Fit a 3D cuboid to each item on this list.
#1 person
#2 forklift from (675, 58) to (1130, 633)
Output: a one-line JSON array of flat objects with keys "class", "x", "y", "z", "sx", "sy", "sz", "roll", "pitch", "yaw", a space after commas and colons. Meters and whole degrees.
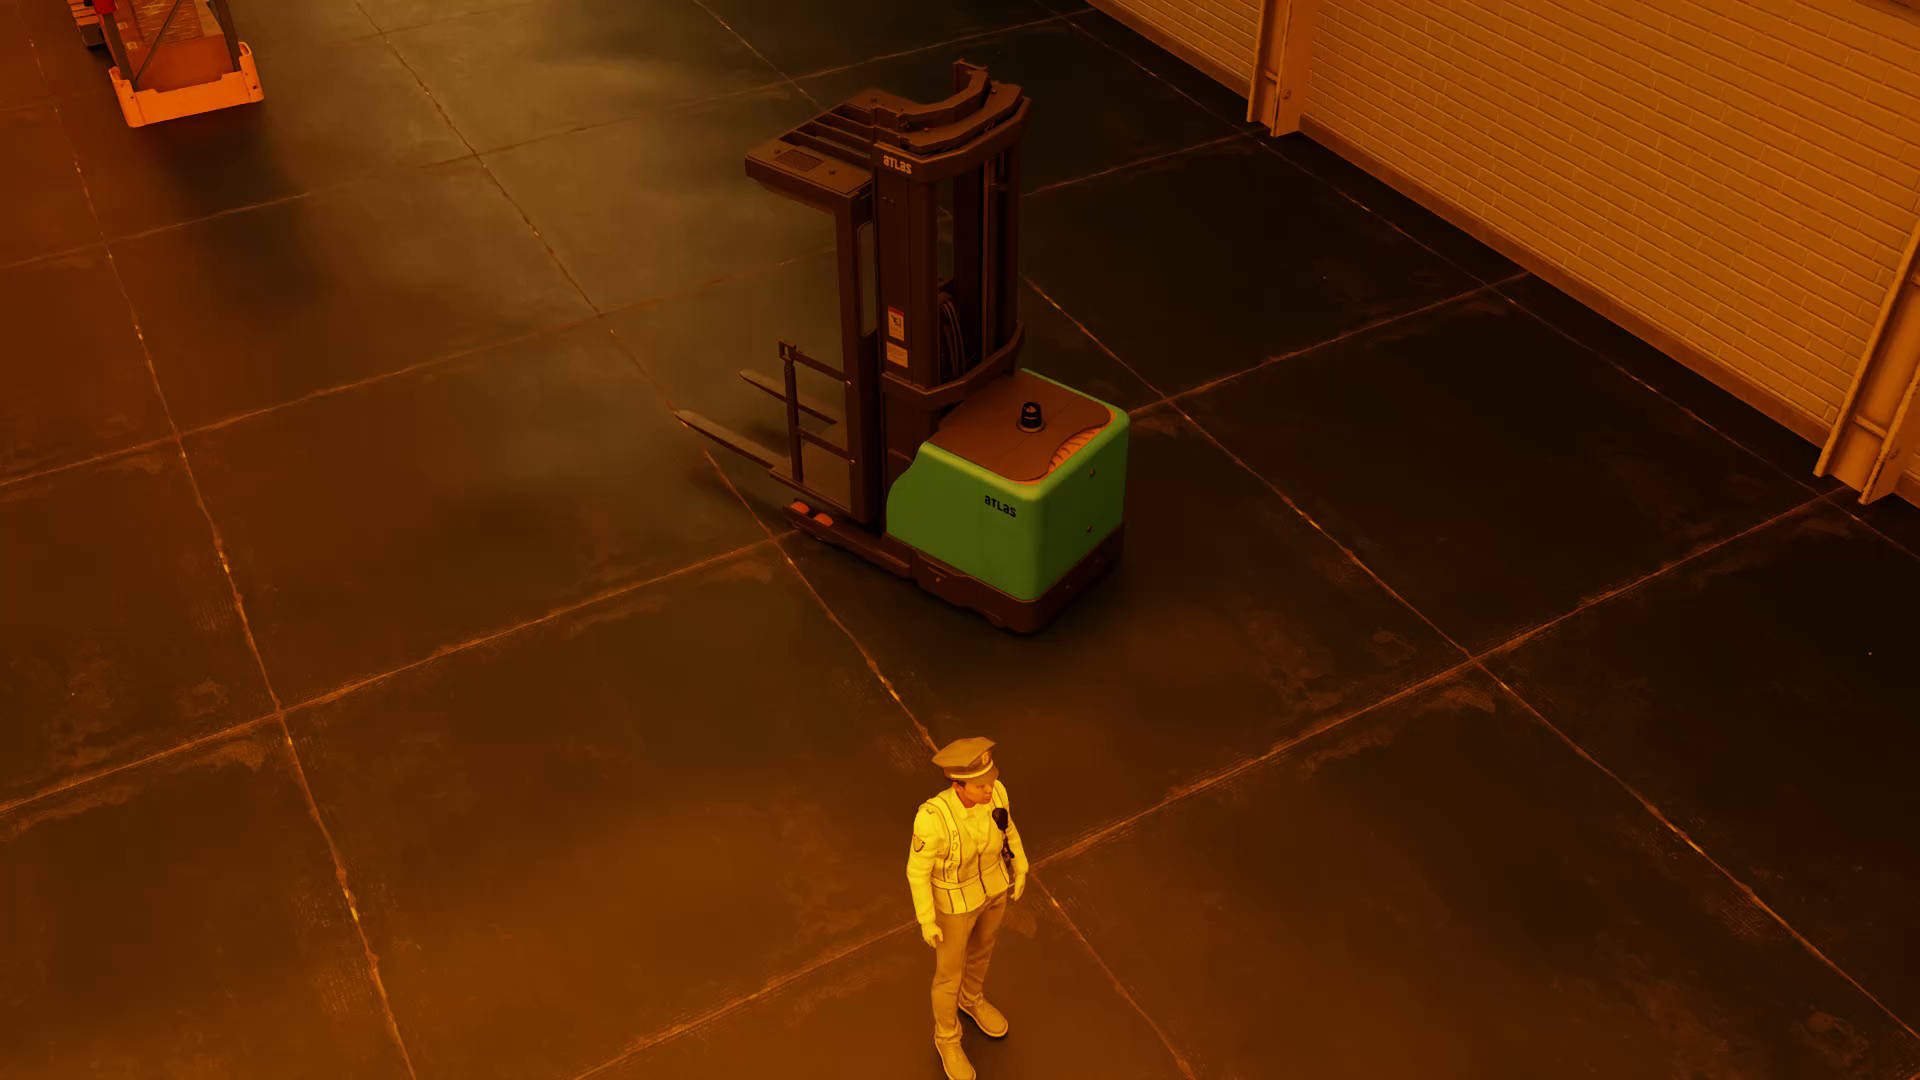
[{"class": "person", "x": 0.078, "y": 1.552, "z": 7.123, "sx": 0.589, "sy": 1.695, "sz": 0.531, "roll": -26, "pitch": 46, "yaw": -28}, {"class": "forklift", "x": -0.481, "y": -1.366, "z": 9.683, "sx": 3.031, "sy": 2.935, "sz": 1.130, "roll": 26, "pitch": 46, "yaw": 28}]
